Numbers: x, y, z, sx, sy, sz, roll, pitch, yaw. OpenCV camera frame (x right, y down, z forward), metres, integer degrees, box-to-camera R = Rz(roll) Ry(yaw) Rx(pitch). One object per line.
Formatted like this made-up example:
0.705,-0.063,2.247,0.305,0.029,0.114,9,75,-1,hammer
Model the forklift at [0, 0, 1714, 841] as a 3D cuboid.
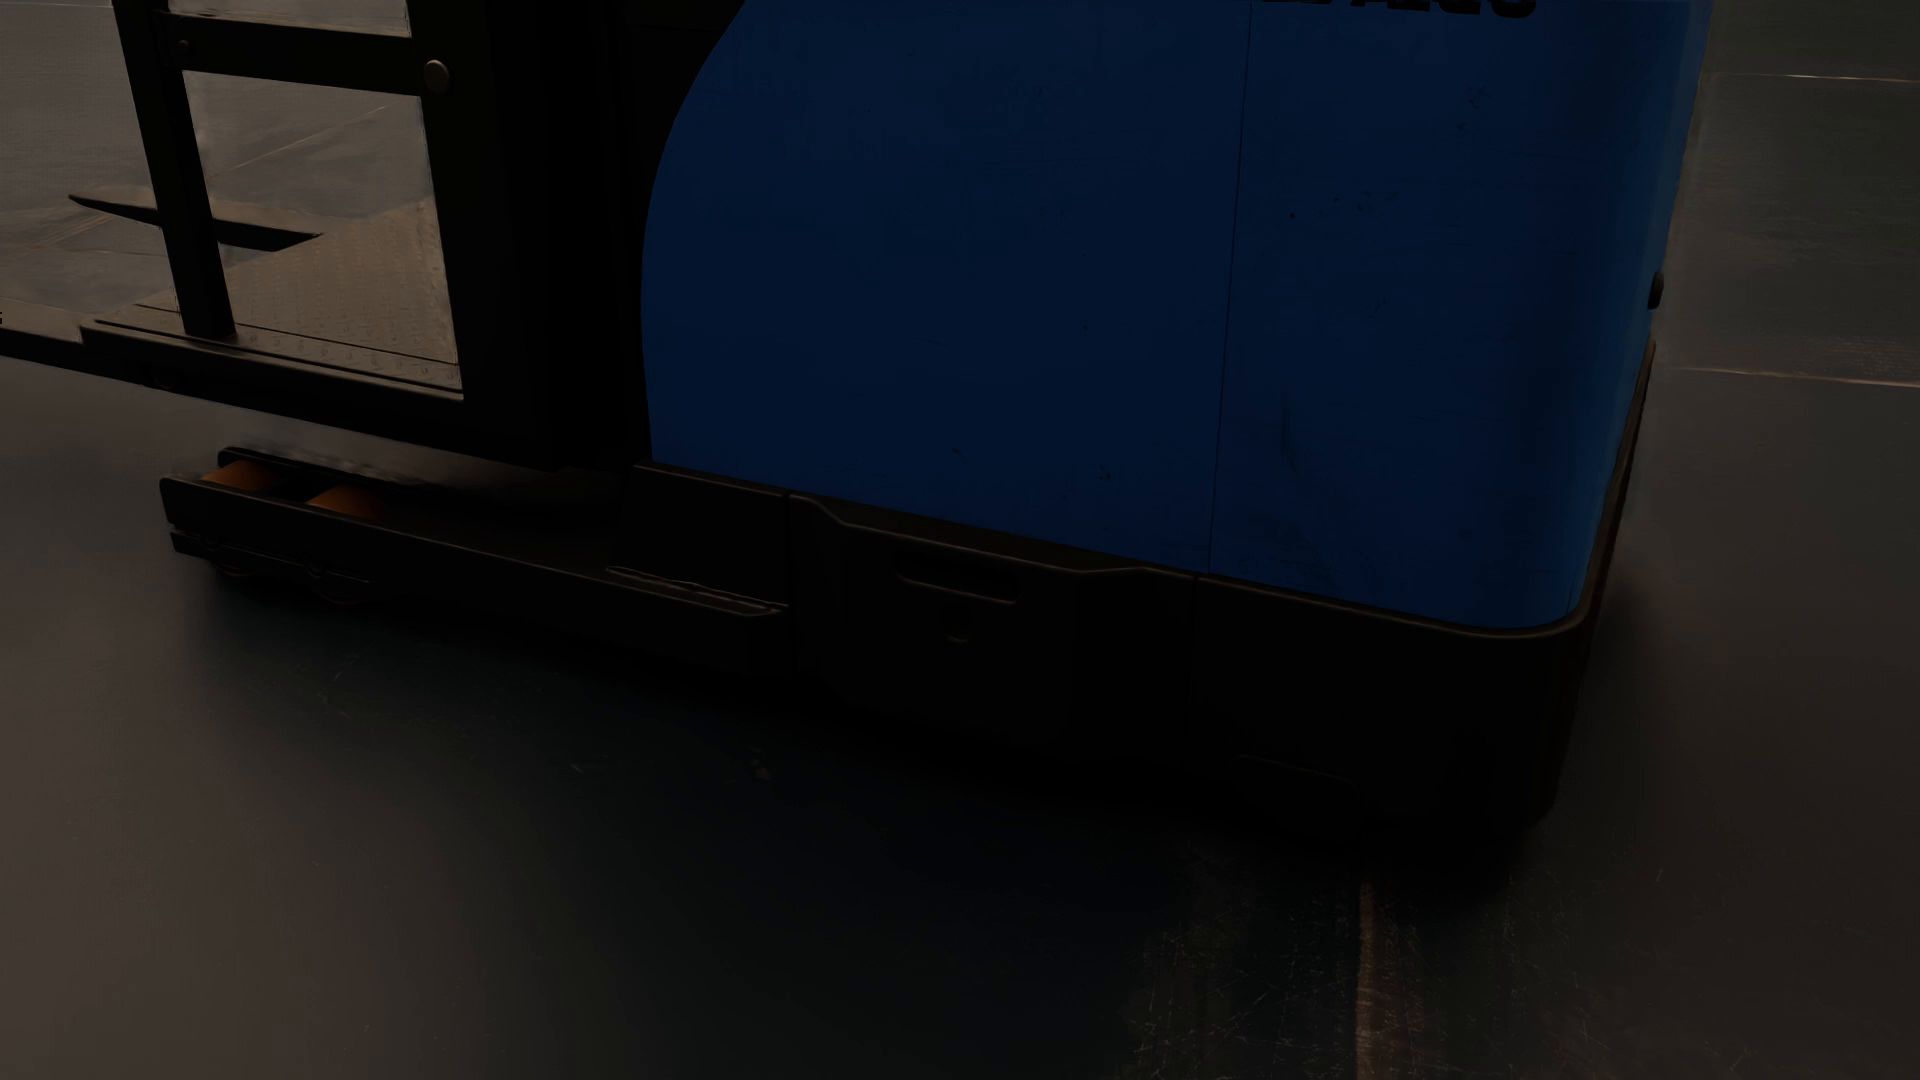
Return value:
-0.568,-1.419,2.058,3.031,2.935,1.130,12,29,22,forklift
